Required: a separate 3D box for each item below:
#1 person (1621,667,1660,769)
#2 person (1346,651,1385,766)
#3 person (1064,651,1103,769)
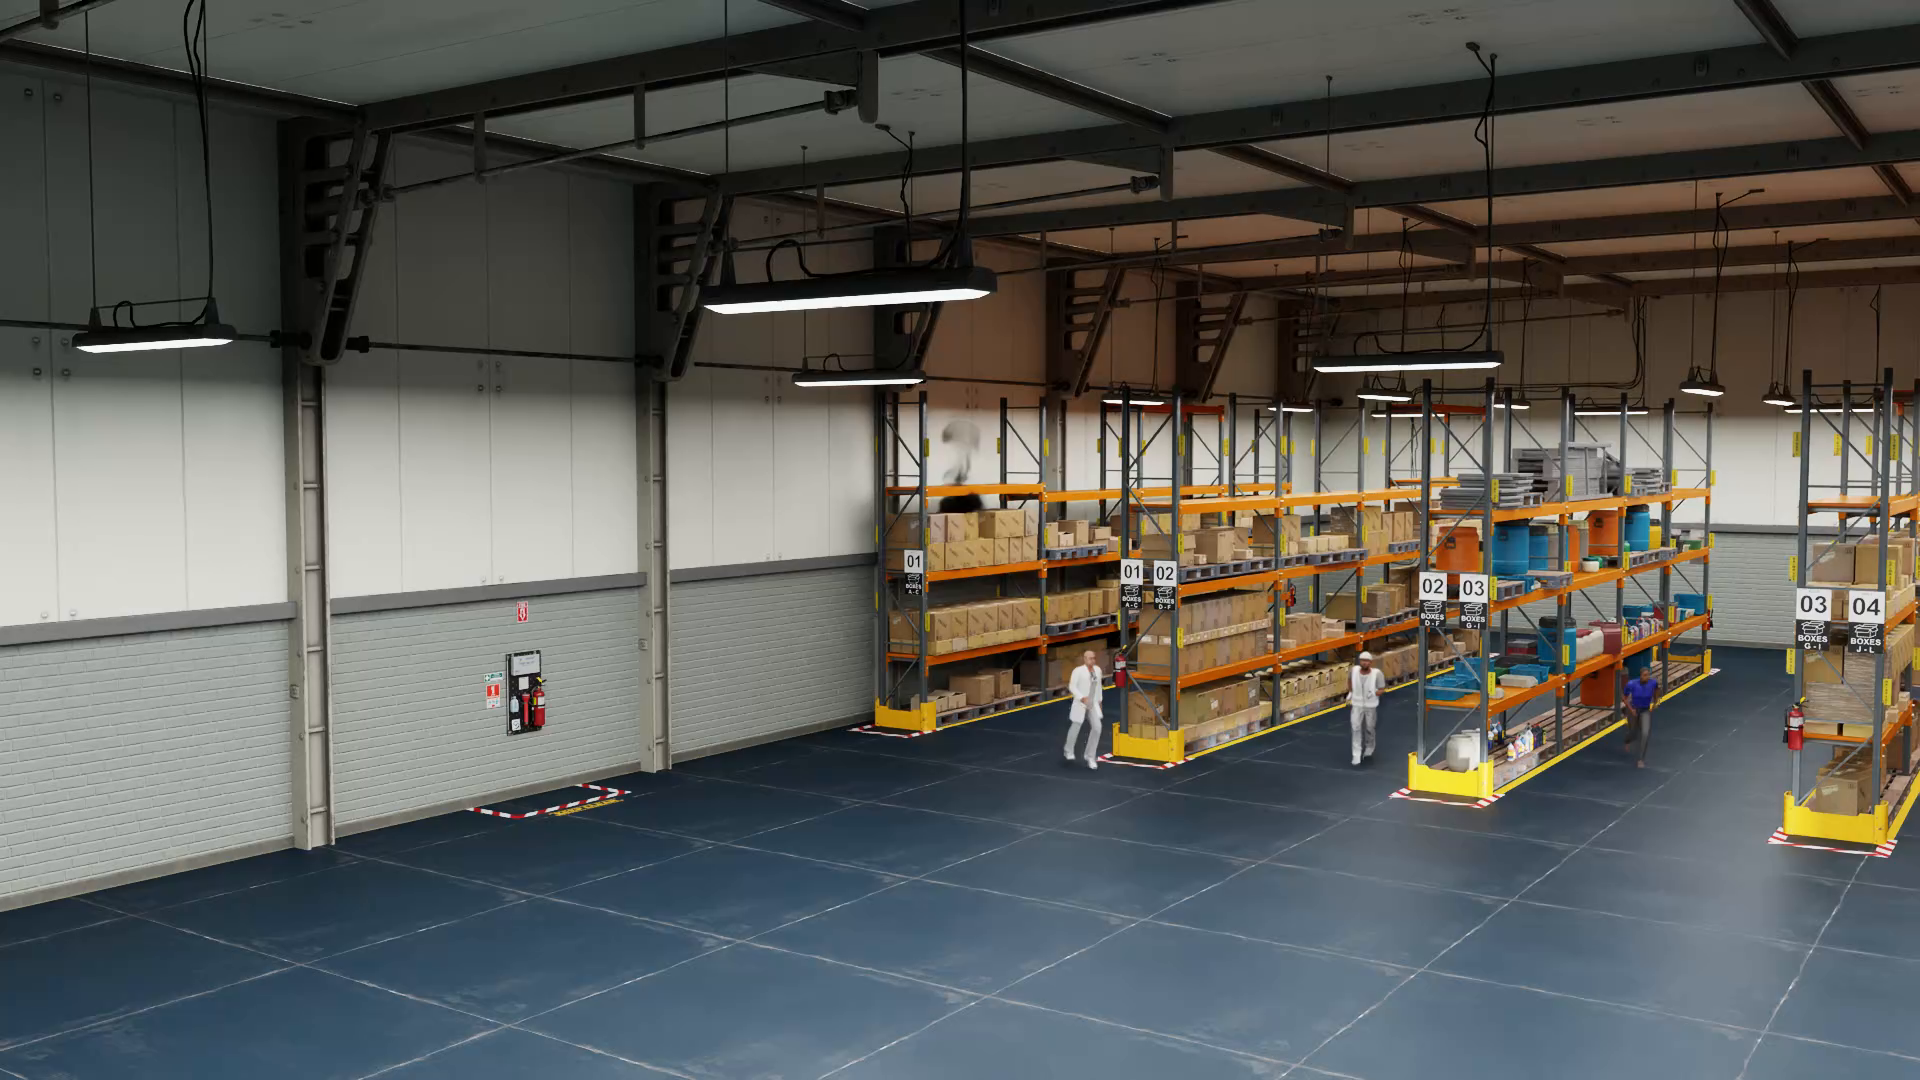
[{"bbox_3d":[10.751,2.770,26.390,0.600,1.615,0.953,0,3,1],"label":"person"},{"bbox_3d":[6.442,2.661,26.423,0.601,1.818,0.901,1,3,16],"label":"person"},{"bbox_3d":[1.981,2.648,26.189,0.651,1.824,0.845,-1,3,-23],"label":"person"}]
